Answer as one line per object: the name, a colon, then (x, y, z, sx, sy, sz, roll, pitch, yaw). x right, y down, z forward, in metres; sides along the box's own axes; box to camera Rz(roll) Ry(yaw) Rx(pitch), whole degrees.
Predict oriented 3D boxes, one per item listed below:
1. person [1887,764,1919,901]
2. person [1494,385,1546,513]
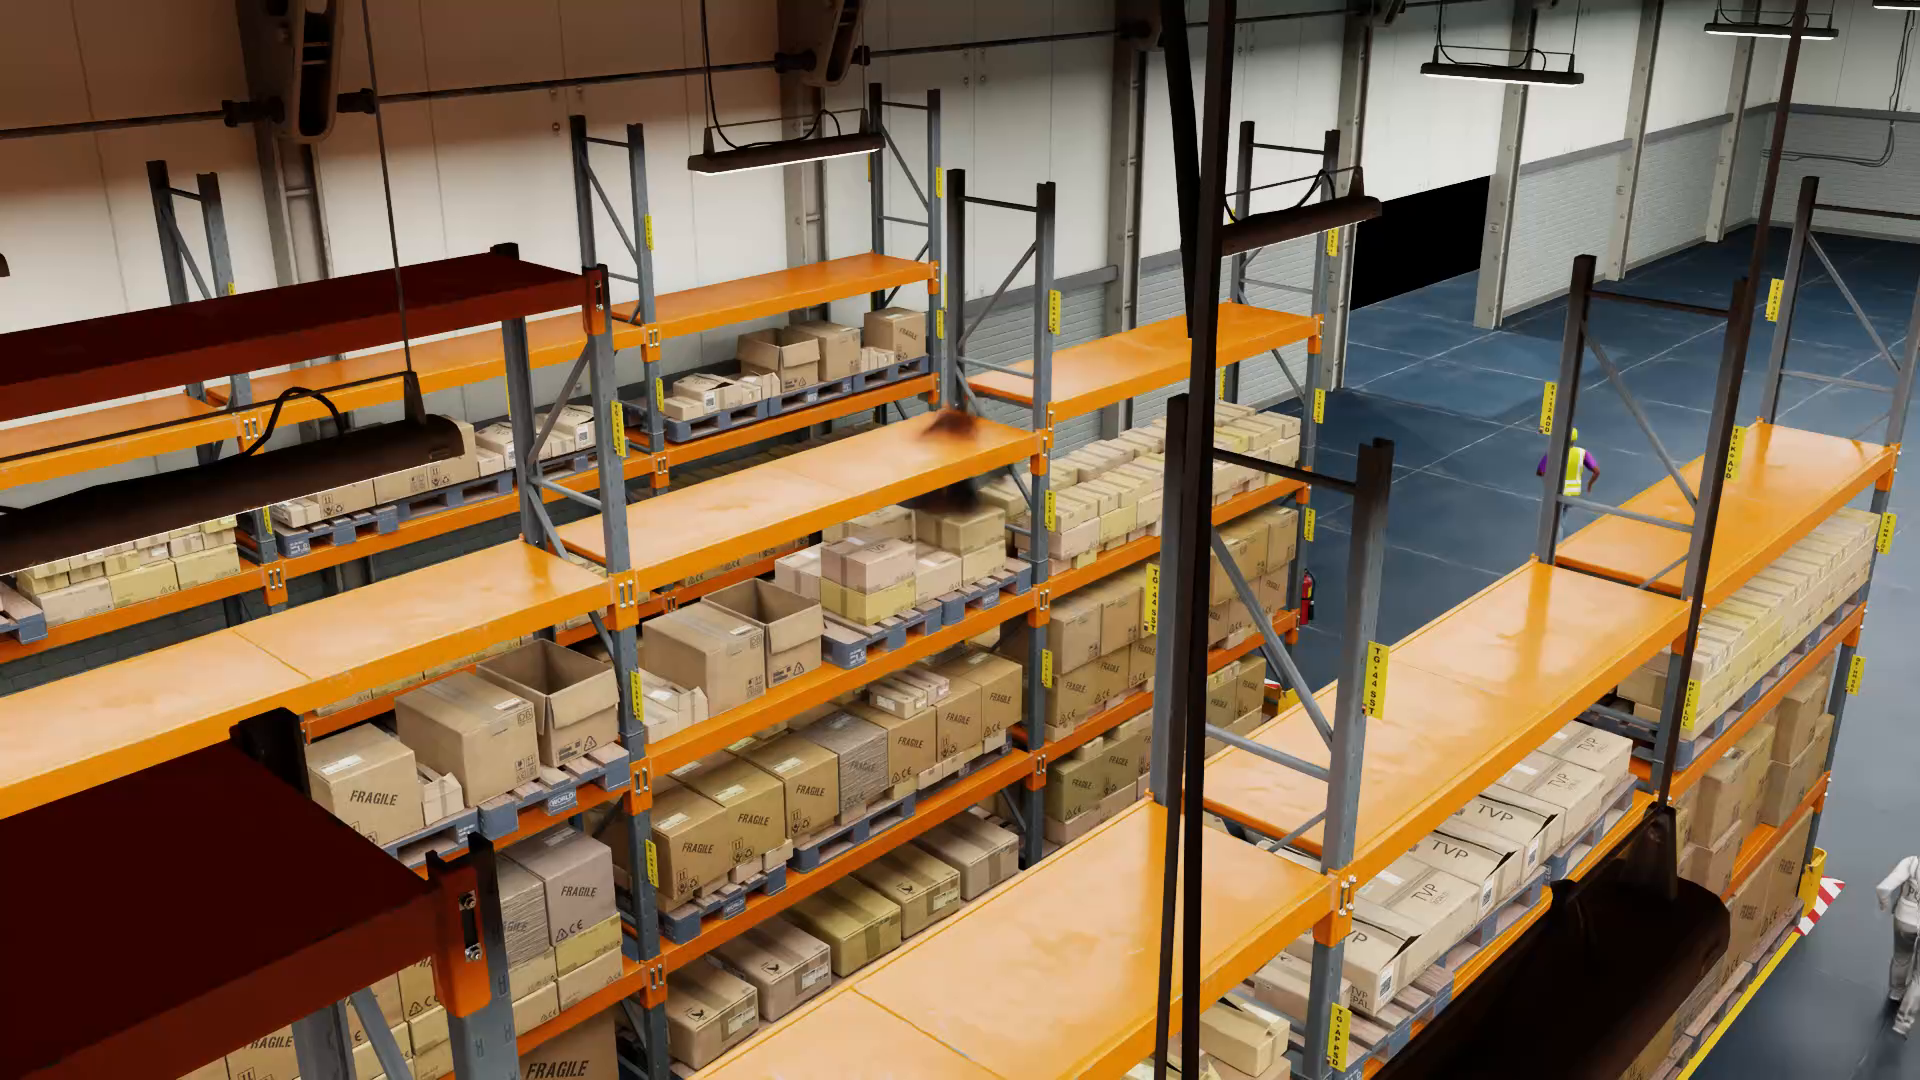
person: (7.957, 2.334, 13.736, 0.673, 1.639, 0.773, 5, 22, 13)
person: (7.615, -1.226, 22.742, 0.655, 1.763, 0.983, 0, 21, 1)
